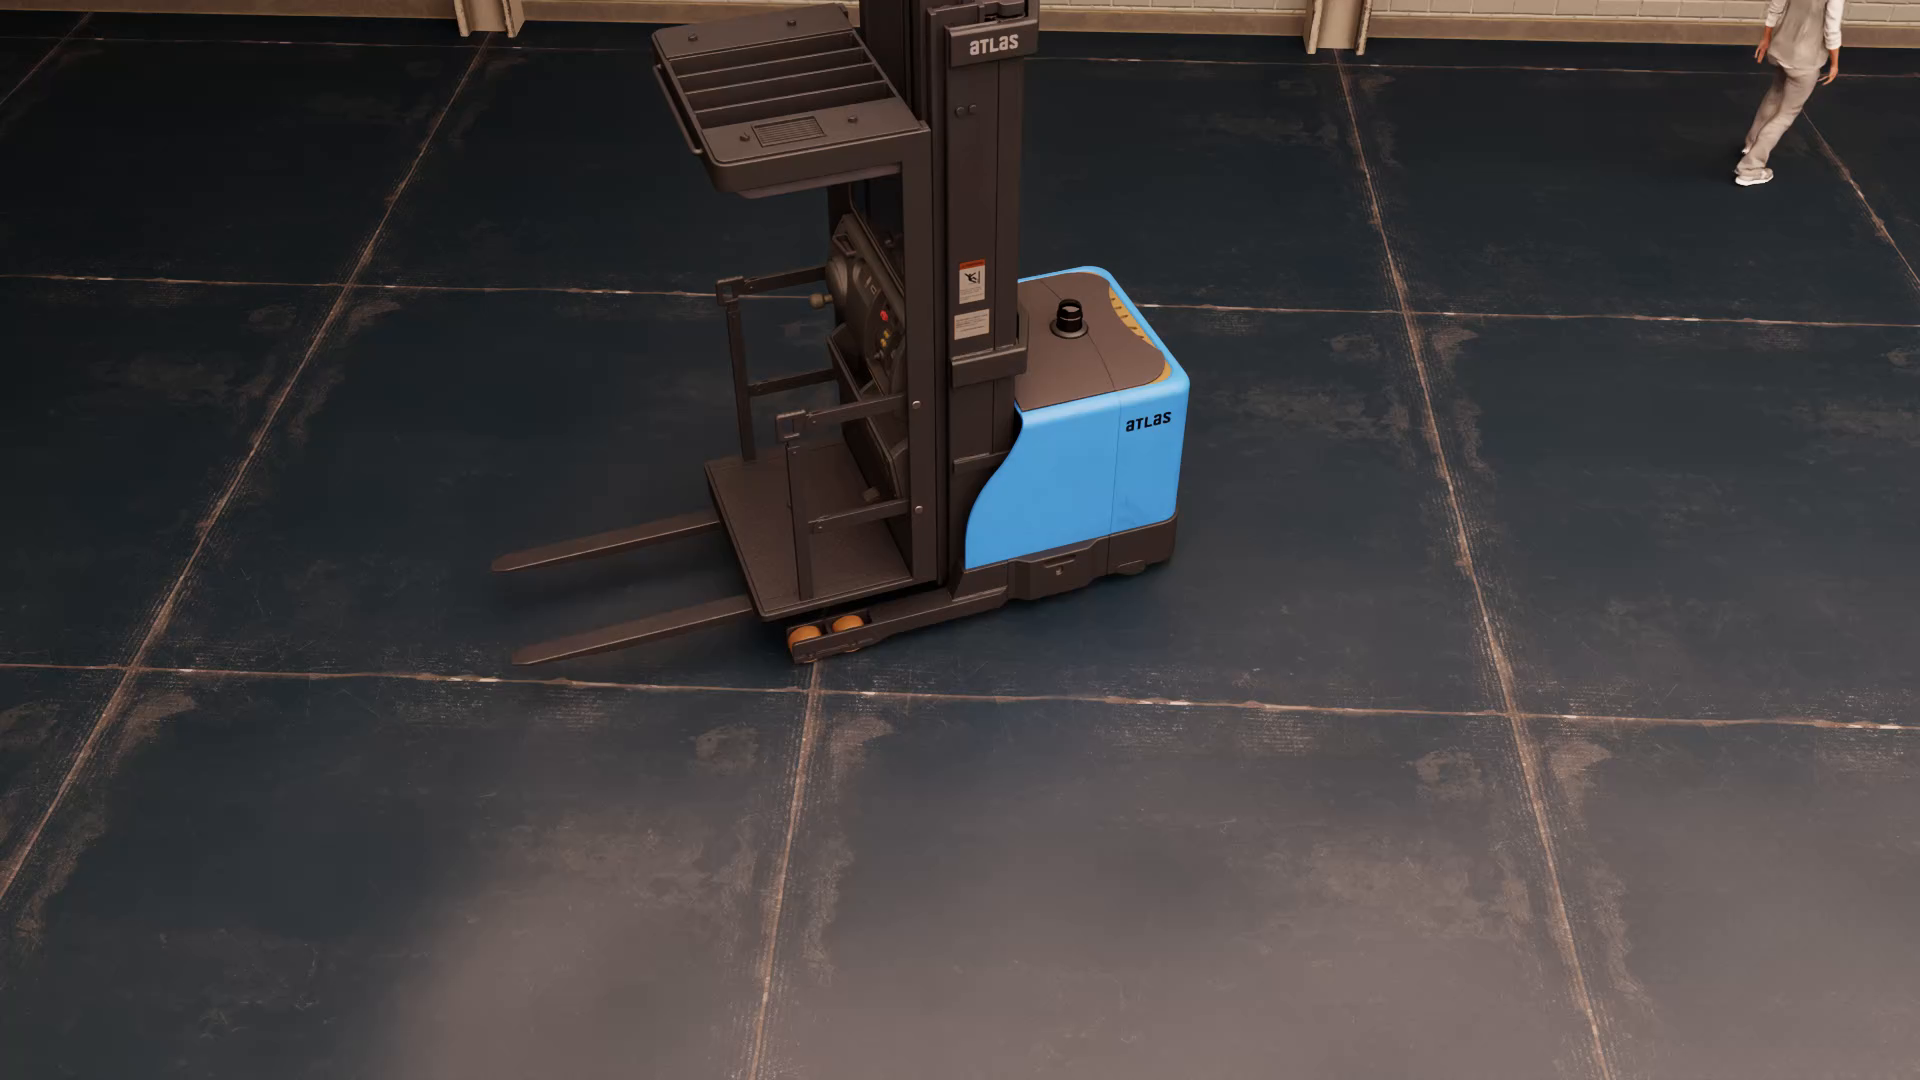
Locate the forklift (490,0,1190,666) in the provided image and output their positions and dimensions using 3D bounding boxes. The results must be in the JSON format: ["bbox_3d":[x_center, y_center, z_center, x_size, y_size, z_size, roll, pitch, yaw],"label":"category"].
[{"bbox_3d":[-0.573,-0.945,6.778,3.031,2.935,1.130,-13,44,-14],"label":"forklift"}]

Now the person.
[{"bbox_3d":[5.010,-2.869,9.931,0.510,1.614,0.506,-15,45,-16],"label":"person"}]
